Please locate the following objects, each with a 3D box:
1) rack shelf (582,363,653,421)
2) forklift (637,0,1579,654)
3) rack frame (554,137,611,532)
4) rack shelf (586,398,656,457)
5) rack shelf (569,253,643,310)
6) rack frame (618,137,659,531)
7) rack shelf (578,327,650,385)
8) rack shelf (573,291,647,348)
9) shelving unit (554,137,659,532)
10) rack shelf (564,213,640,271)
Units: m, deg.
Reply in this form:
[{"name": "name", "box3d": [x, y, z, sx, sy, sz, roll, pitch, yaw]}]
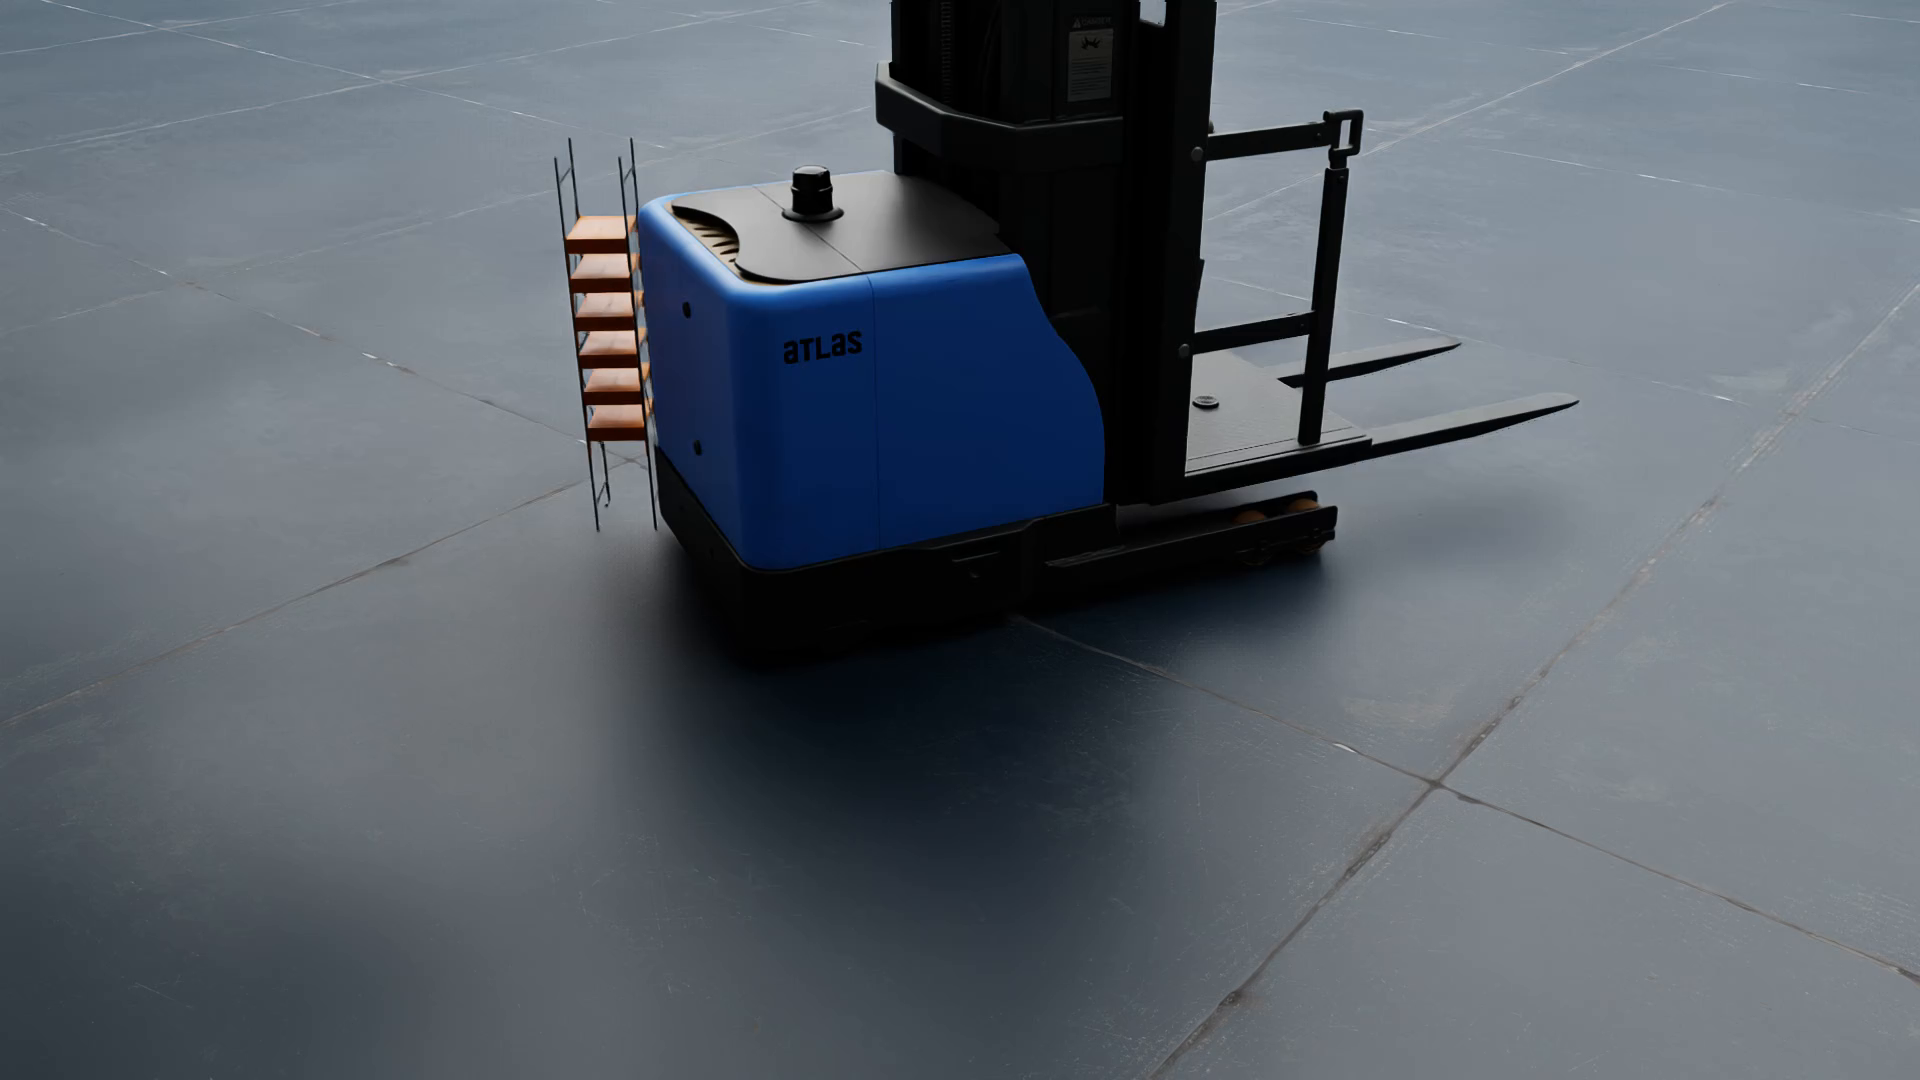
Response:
[{"name": "rack shelf", "box3d": [-1.067, -0.469, 5.208, 0.180, 0.103, 0.258, -1, 27, -1]}, {"name": "forklift", "box3d": [0.608, -1.431, 4.827, 3.031, 2.935, 1.130, -12, 30, -22]}, {"name": "rack frame", "box3d": [-1.159, -0.614, 5.130, 0.006, 1.200, 0.240, -1, 27, -1]}, {"name": "rack shelf", "box3d": [-1.066, -0.362, 5.263, 0.180, 0.103, 0.258, -1, 27, -1]}, {"name": "rack shelf", "box3d": [-1.068, -0.788, 5.042, 0.180, 0.103, 0.258, -1, 27, -1]}, {"name": "rack frame", "box3d": [-0.976, -0.616, 5.134, 0.006, 1.200, 0.240, -1, 27, -1]}, {"name": "rack shelf", "box3d": [-1.067, -0.575, 5.153, 0.180, 0.103, 0.258, -1, 27, -1]}, {"name": "rack shelf", "box3d": [-1.067, -0.682, 5.097, 0.180, 0.103, 0.258, -1, 27, -1]}, {"name": "shelving unit", "box3d": [-1.067, -0.615, 5.132, 0.189, 1.200, 0.258, -1, 27, -1]}, {"name": "rack shelf", "box3d": [-1.068, -0.895, 4.987, 0.180, 0.103, 0.258, -1, 27, -1]}]
